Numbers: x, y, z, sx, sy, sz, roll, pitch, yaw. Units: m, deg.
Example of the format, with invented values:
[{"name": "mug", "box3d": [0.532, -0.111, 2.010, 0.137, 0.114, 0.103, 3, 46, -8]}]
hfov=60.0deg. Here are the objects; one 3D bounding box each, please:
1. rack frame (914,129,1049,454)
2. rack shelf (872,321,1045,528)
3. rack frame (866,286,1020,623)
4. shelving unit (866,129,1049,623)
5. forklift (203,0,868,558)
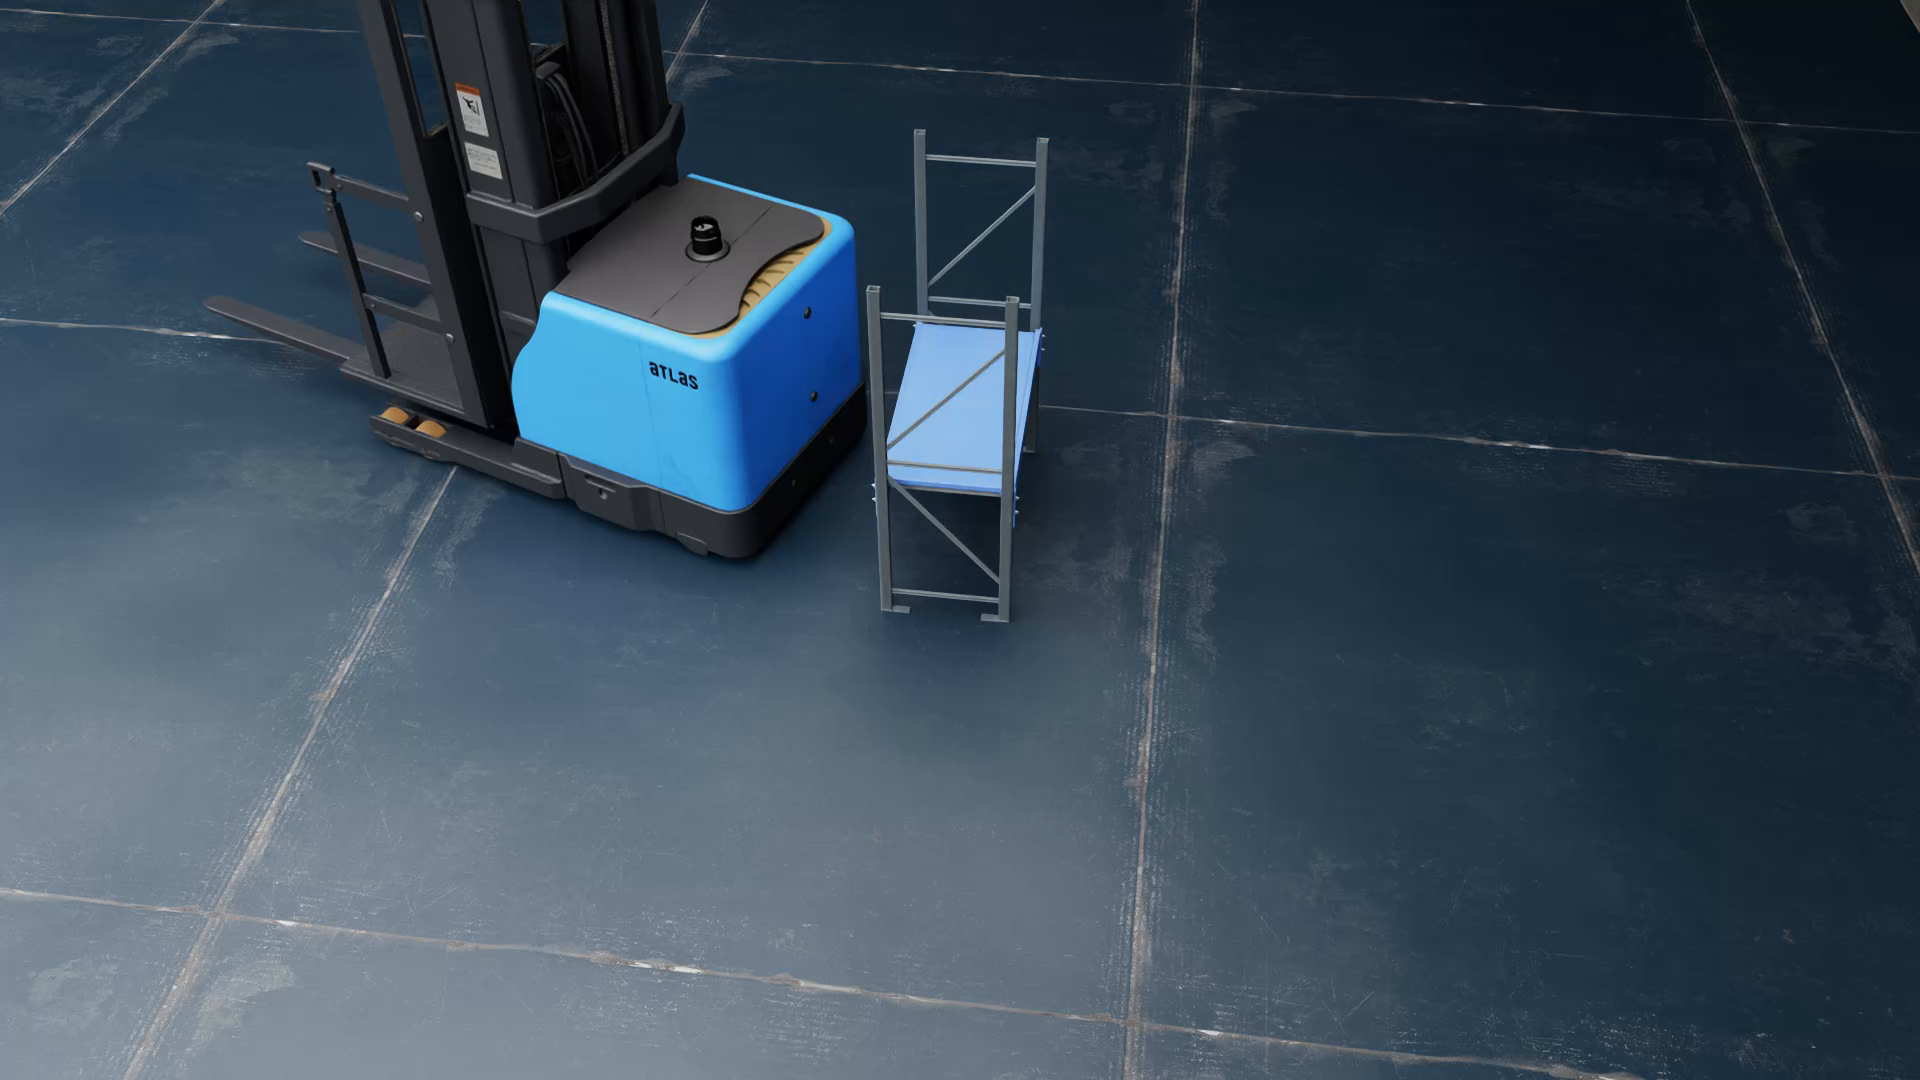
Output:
[{"name": "rack frame", "box3d": [0.078, -0.949, 6.662, 0.500, 1.500, 0.032, 5, 44, 6]}, {"name": "rack shelf", "box3d": [0.011, -0.472, 6.419, 0.538, 0.185, 1.000, 5, 44, 6]}, {"name": "rack frame", "box3d": [-0.056, -0.256, 5.930, 0.500, 1.500, 0.032, 5, 44, 6]}, {"name": "shelving unit", "box3d": [0.011, -0.603, 6.296, 0.538, 1.500, 1.048, 5, 44, 6]}, {"name": "forklift", "box3d": [-1.949, -1.710, 6.425, 3.031, 2.935, 1.130, 19, 47, 19]}]
